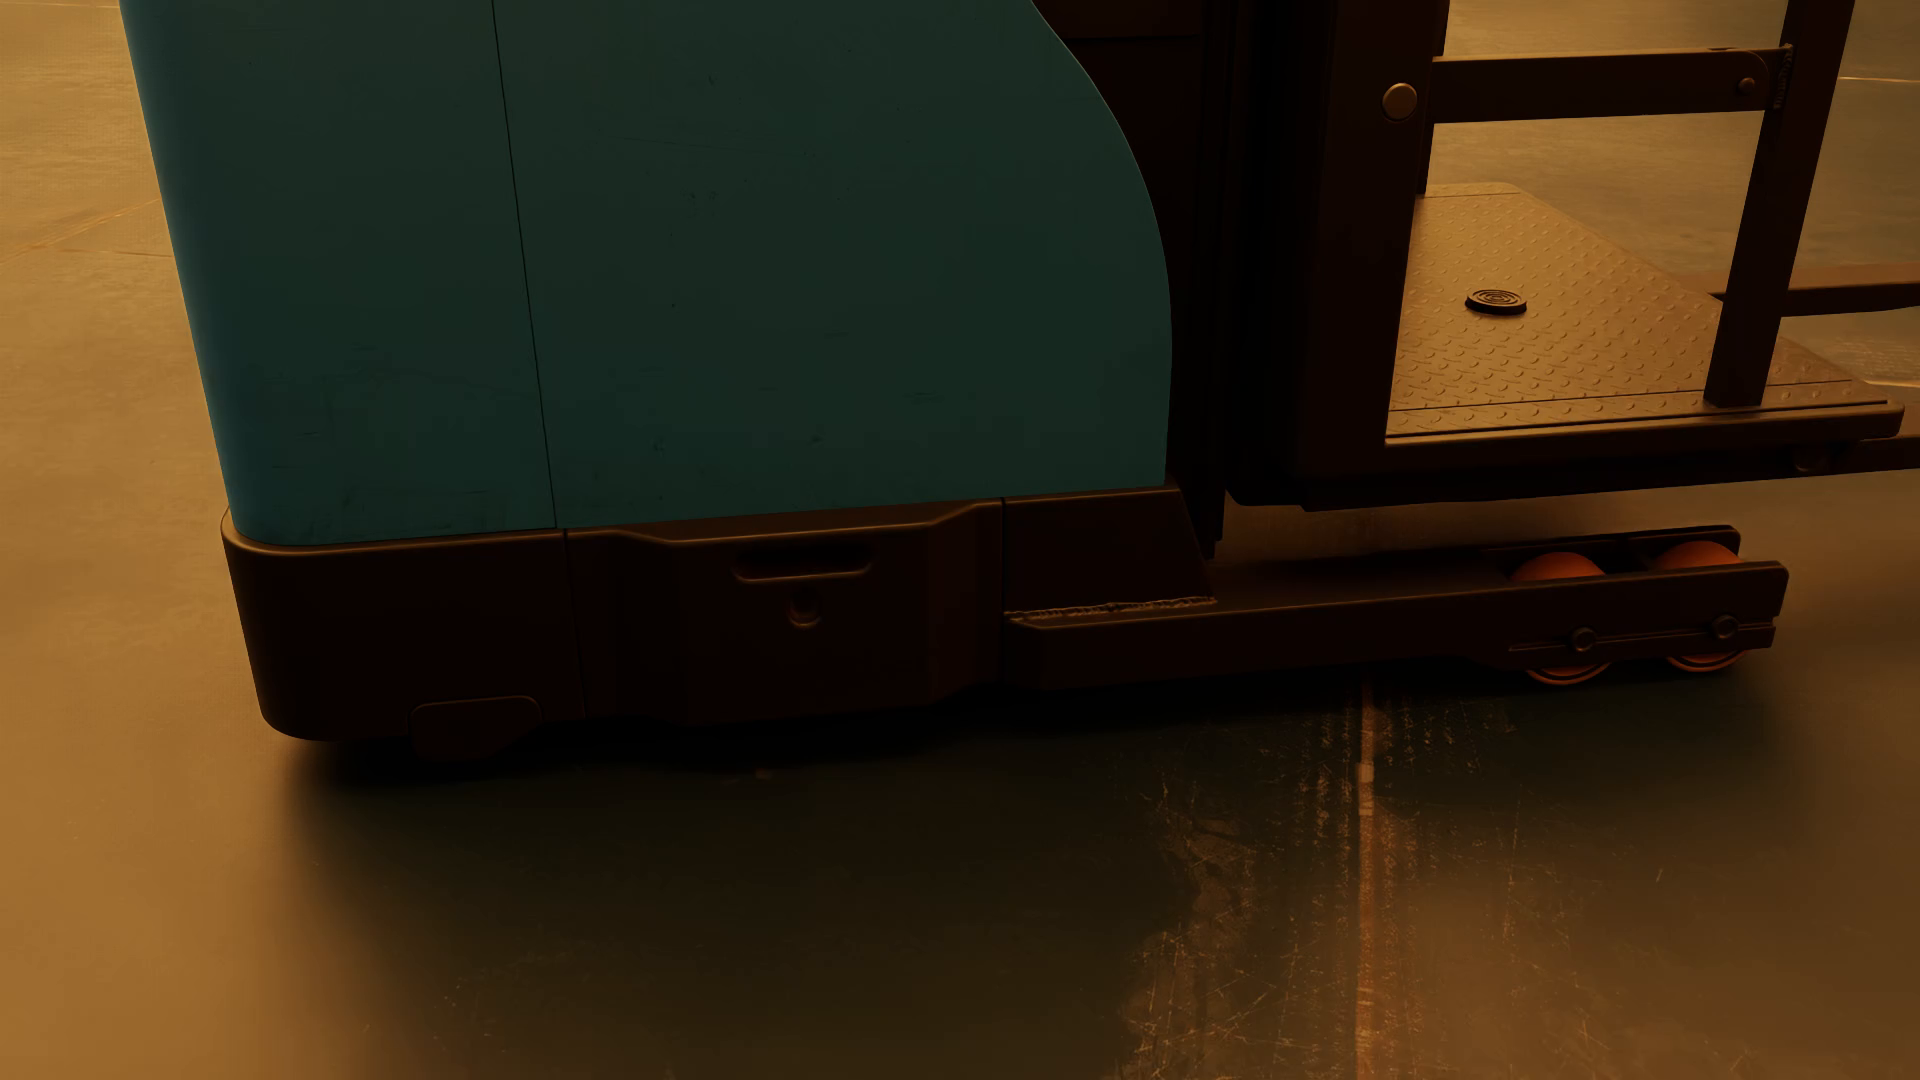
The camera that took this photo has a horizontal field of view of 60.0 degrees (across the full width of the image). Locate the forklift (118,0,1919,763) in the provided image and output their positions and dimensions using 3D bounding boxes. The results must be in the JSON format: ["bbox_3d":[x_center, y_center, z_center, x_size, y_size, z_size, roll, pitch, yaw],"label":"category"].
[{"bbox_3d":[0.600,-1.354,1.930,3.031,2.935,1.130,-4,27,-9],"label":"forklift"}]
